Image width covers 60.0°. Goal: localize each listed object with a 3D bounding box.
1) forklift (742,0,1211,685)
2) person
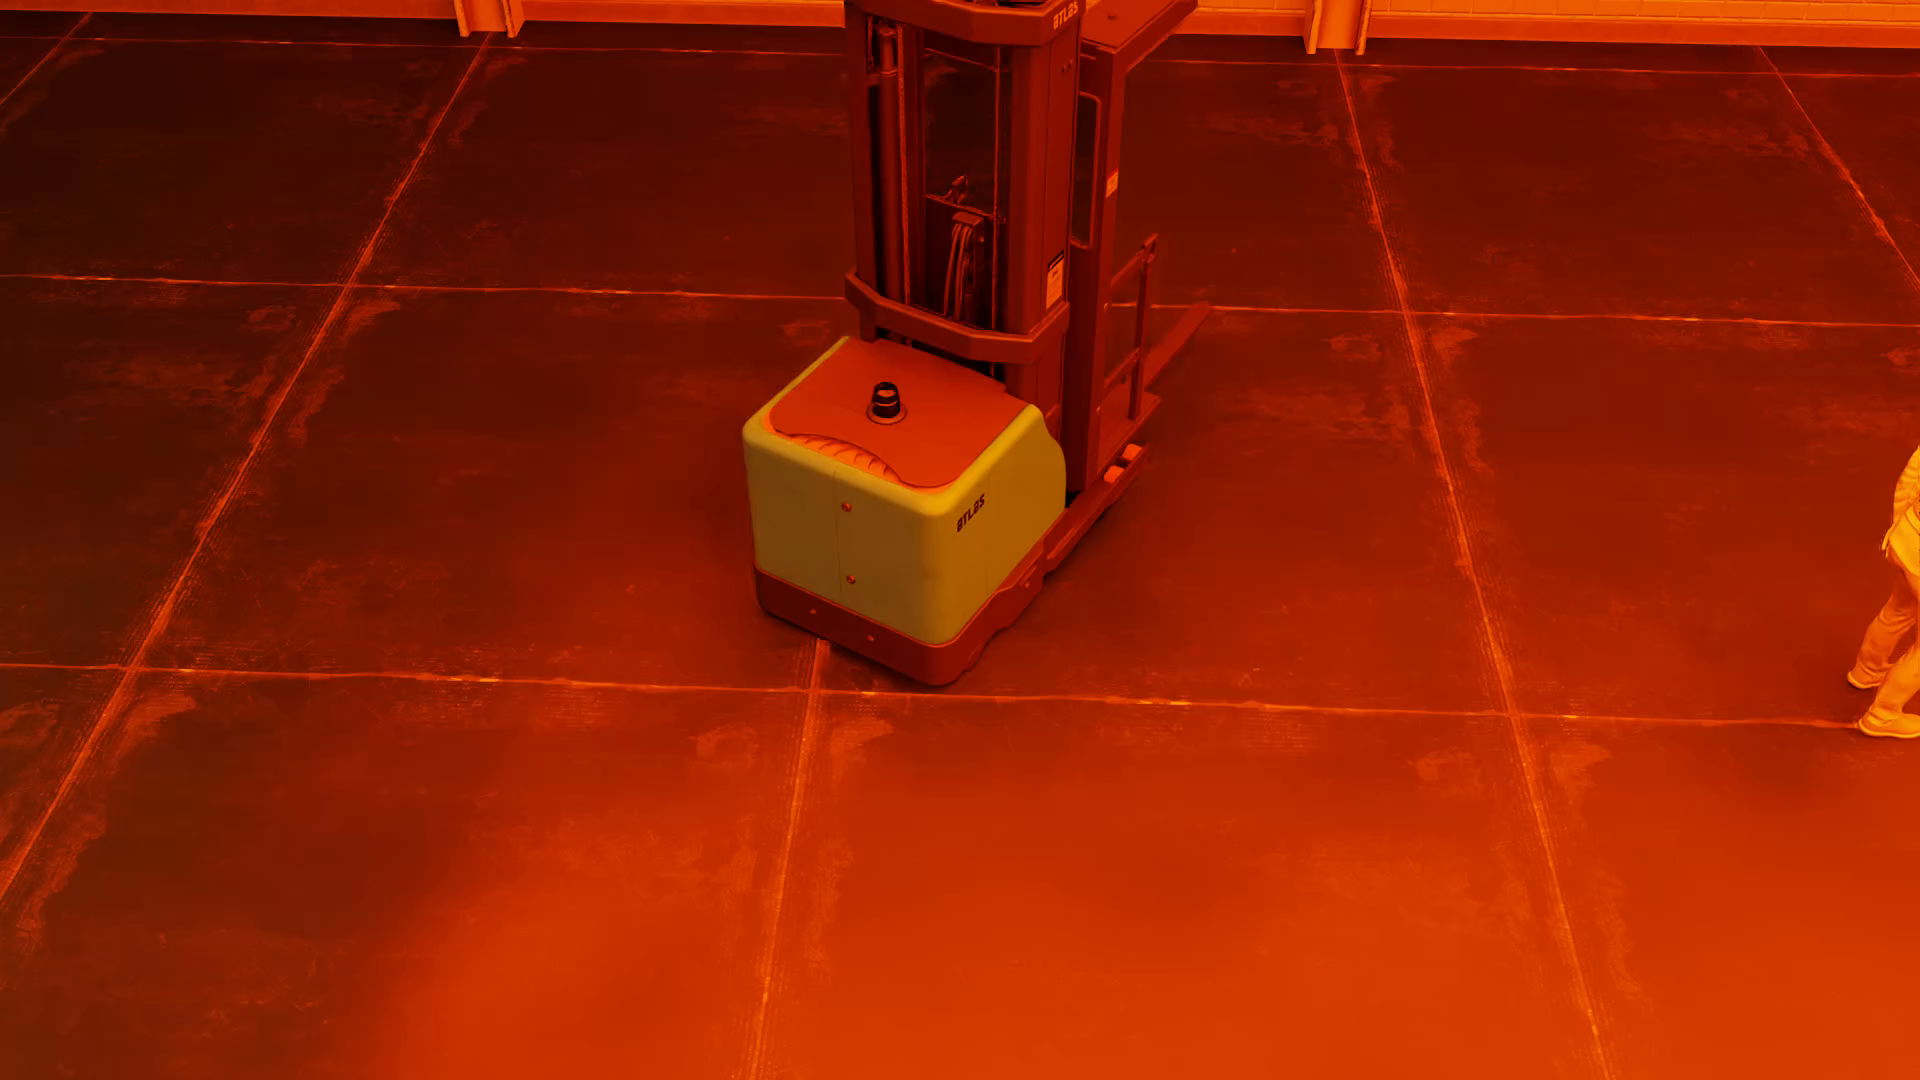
[{"bbox_3d":[0.280,-1.433,7.311,1.130,2.935,3.031,23,47,23],"label":"forklift"},{"bbox_3d":[3.918,0.090,6.591,0.452,1.713,0.567,-4,43,-4],"label":"person"}]
